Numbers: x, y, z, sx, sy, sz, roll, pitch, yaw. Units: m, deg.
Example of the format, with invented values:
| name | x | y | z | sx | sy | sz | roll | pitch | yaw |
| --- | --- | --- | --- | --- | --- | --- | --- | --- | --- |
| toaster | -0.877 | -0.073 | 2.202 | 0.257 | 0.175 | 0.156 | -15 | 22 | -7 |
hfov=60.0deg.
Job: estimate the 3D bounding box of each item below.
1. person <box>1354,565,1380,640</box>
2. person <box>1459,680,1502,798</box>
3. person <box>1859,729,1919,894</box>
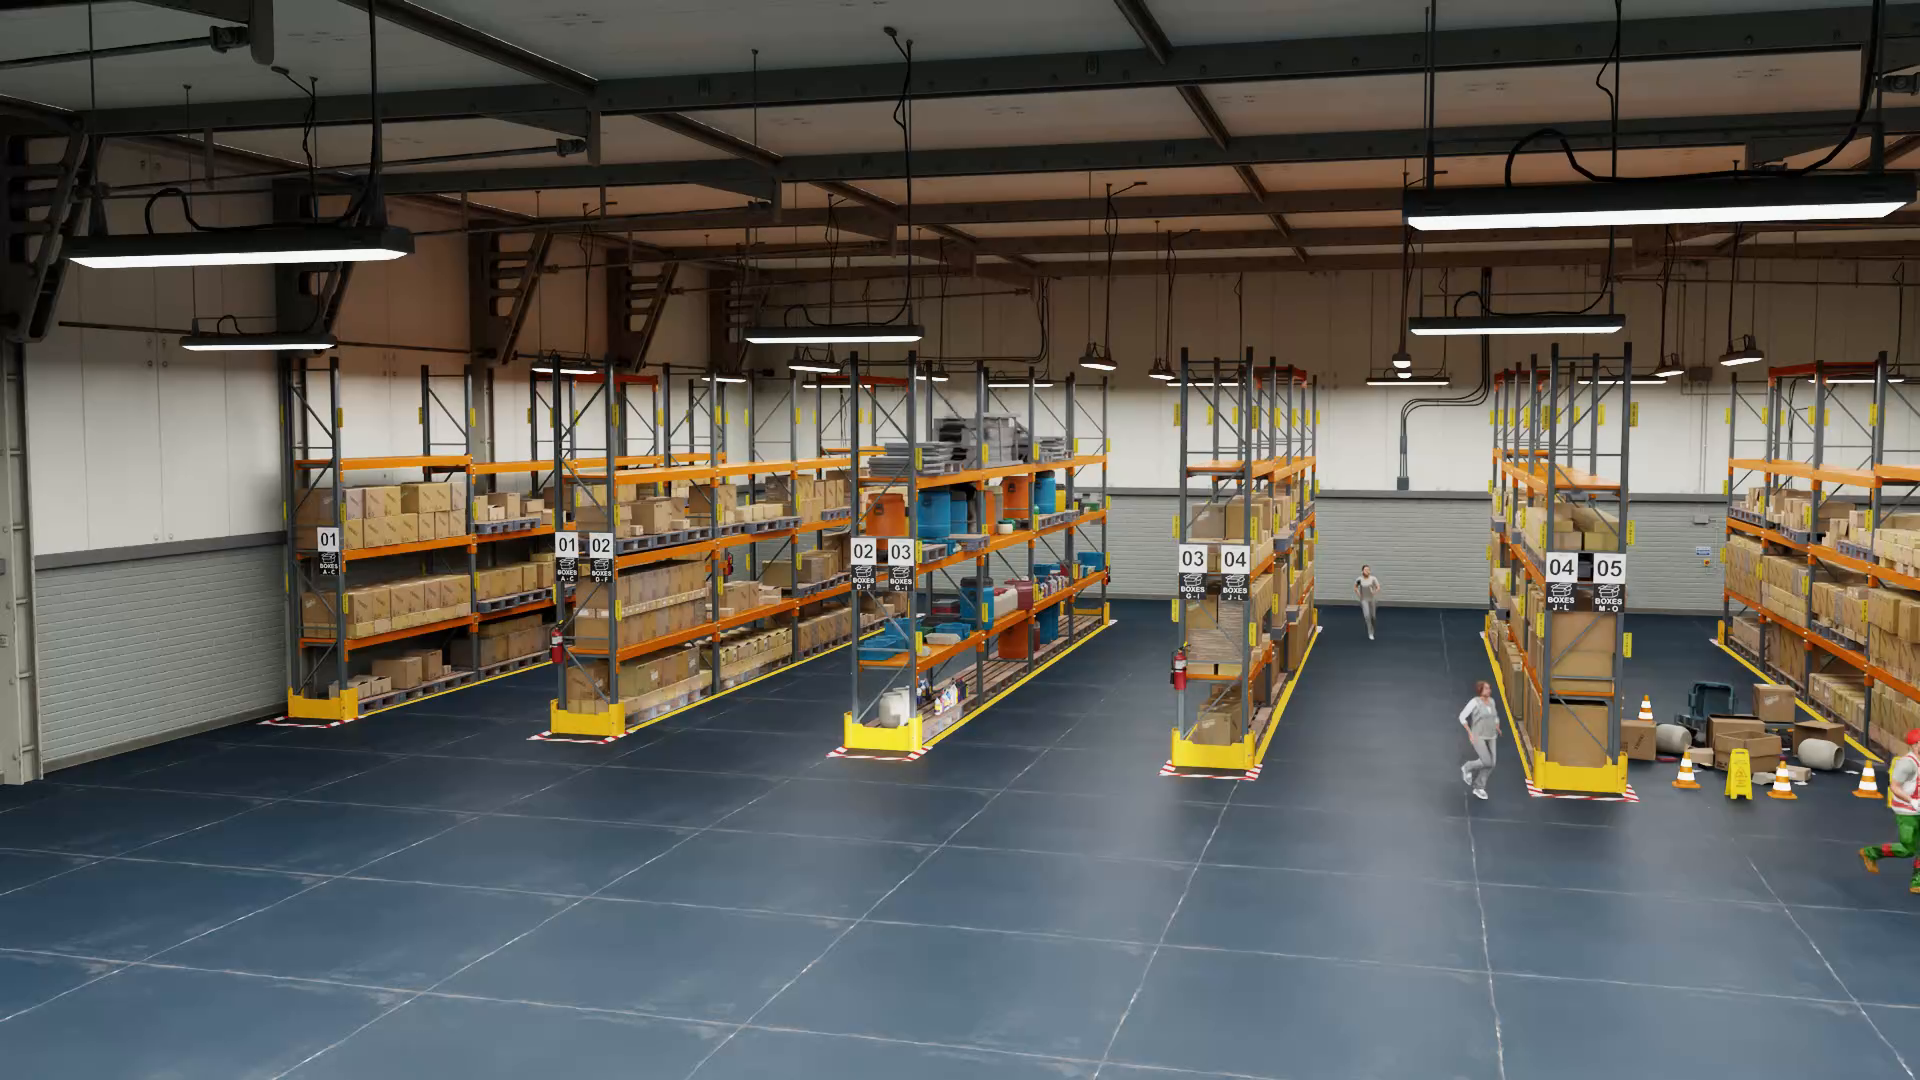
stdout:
| name | x | y | z | sx | sy | sz | roll | pitch | yaw |
| --- | --- | --- | --- | --- | --- | --- | --- | --- | --- |
| person | 9.269 | 1.398 | 37.879 | 0.579 | 1.671 | 0.857 | 1 | 4 | 8 |
| person | 6.899 | 2.627 | 21.955 | 0.544 | 1.560 | 0.542 | -2 | 5 | -22 |
| person | 9.973 | 2.844 | 17.558 | 0.646 | 1.748 | 0.797 | -3 | 5 | -34 |
